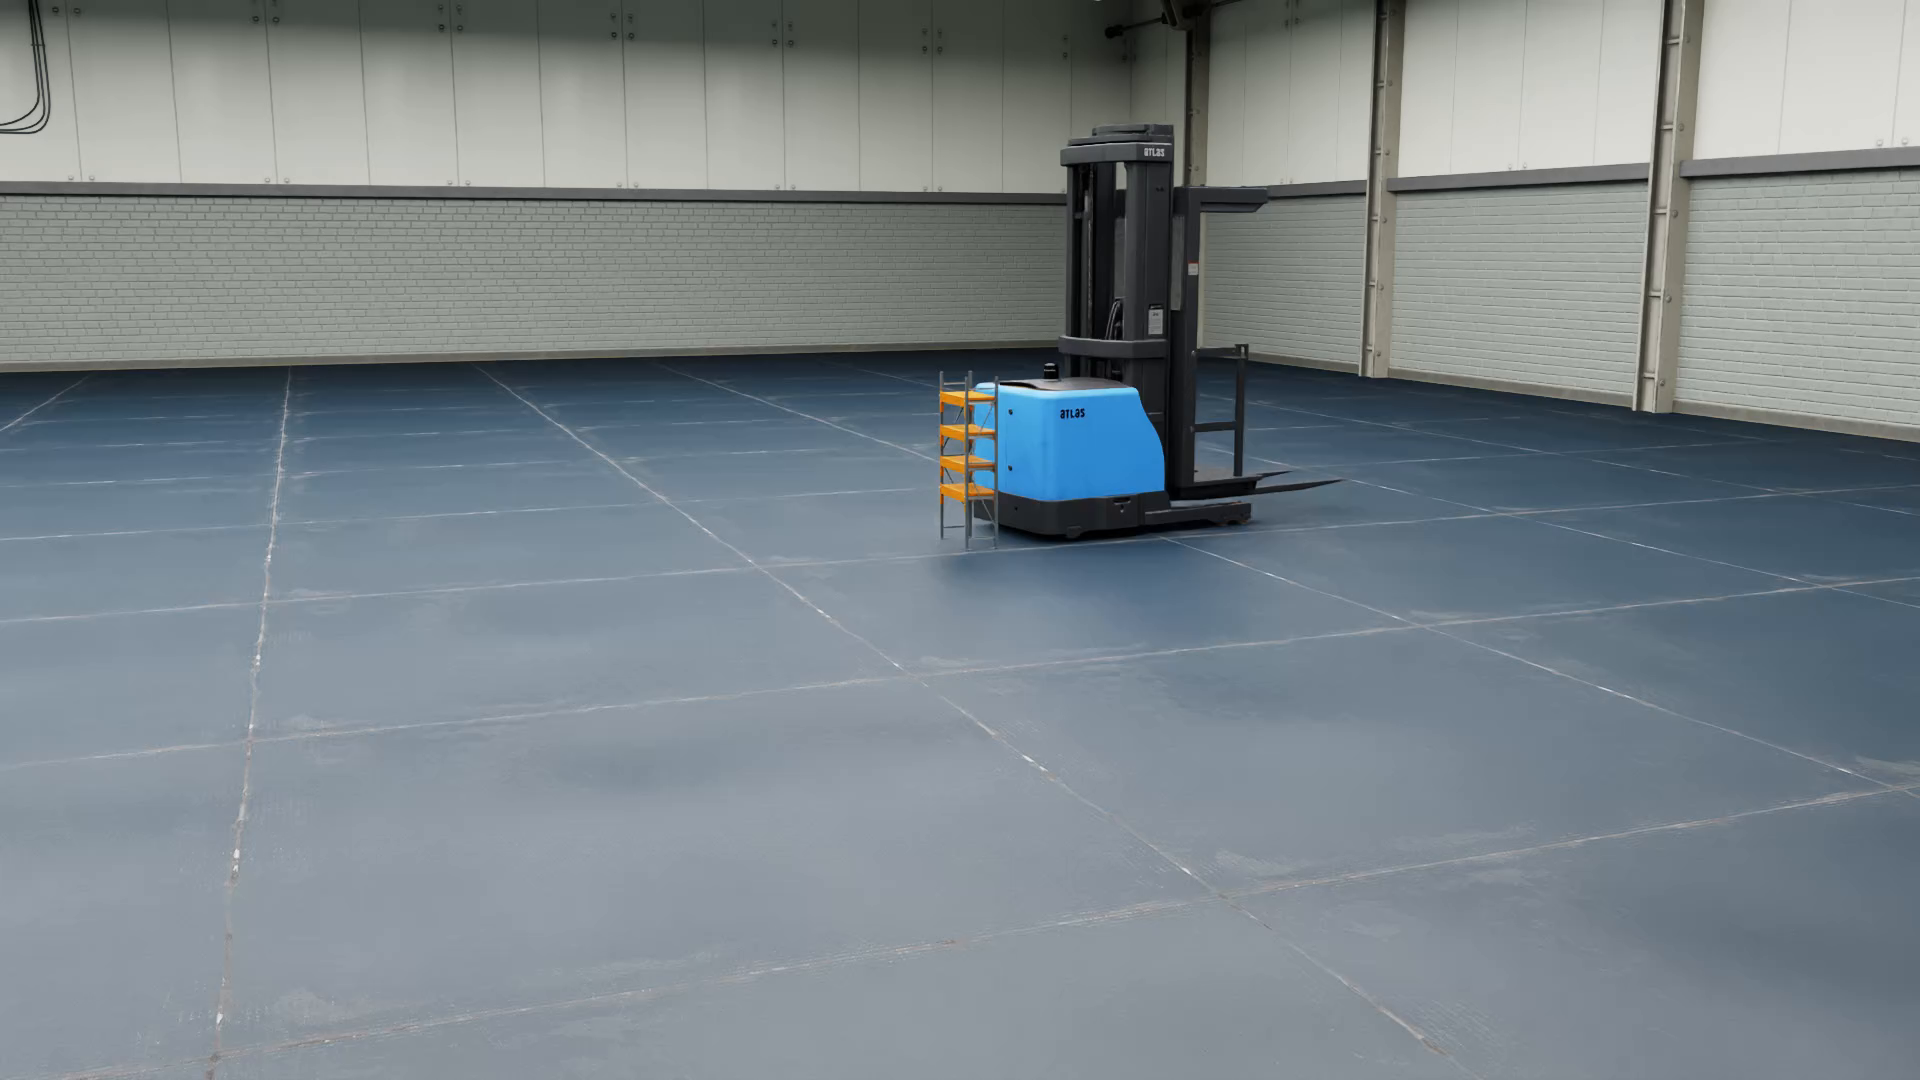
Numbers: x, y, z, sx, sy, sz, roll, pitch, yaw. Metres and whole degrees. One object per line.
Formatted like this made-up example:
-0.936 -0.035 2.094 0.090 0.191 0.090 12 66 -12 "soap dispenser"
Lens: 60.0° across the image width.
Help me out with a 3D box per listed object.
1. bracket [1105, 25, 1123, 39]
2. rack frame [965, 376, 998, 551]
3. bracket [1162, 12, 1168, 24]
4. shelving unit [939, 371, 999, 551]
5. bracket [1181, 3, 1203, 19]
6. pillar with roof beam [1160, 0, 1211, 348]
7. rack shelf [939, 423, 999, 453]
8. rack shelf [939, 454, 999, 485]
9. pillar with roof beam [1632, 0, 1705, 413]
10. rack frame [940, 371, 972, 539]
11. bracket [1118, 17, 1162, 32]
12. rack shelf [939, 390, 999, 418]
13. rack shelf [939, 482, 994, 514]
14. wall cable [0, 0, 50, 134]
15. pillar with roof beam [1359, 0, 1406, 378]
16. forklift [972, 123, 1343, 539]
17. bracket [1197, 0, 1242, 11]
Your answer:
3.109 -10.229 33.450 0.235 0.232 0.430 -4 11 -21 "bracket"
0.148 -0.524 11.439 0.240 1.200 0.015 -4 11 -21 "rack frame"
3.968 -9.842 31.275 0.235 0.232 0.430 -4 11 -21 "bracket"
0.060 -0.564 11.663 0.258 1.200 0.503 -4 11 -21 "shelving unit"
4.269 -9.706 30.514 0.235 0.232 0.430 -4 11 -21 "bracket"
0.437 -7.751 29.801 9.100 9.000 0.548 -4 11 -21 "pillar with roof beam"
0.060 -0.718 11.636 0.258 0.148 0.480 -4 11 -21 "rack shelf"
0.060 -0.497 11.675 0.258 0.148 0.480 -4 11 -21 "rack shelf"
4.786 -5.792 18.789 9.100 9.000 0.400 -4 11 -21 "pillar with roof beam"
-0.028 -0.604 11.887 0.240 1.200 0.015 -4 11 -21 "rack frame"
3.323 -10.132 32.908 0.076 0.066 3.189 -4 11 -21 "bracket"
0.060 -0.951 11.594 0.258 0.148 0.480 -4 11 -21 "rack shelf"
0.060 -0.302 11.710 0.258 0.148 0.480 -4 11 -21 "rack shelf"
-15.891 -8.864 26.348 2.305 6.003 0.169 -4 11 -21 "wall cable"
2.611 -6.772 24.295 9.100 9.000 0.400 -4 11 -21 "pillar with roof beam"
1.615 -1.618 12.644 3.031 2.935 1.130 -6 12 -31 "forklift"
5.203 -9.286 28.150 0.076 0.066 4.783 -4 11 -21 "bracket"
